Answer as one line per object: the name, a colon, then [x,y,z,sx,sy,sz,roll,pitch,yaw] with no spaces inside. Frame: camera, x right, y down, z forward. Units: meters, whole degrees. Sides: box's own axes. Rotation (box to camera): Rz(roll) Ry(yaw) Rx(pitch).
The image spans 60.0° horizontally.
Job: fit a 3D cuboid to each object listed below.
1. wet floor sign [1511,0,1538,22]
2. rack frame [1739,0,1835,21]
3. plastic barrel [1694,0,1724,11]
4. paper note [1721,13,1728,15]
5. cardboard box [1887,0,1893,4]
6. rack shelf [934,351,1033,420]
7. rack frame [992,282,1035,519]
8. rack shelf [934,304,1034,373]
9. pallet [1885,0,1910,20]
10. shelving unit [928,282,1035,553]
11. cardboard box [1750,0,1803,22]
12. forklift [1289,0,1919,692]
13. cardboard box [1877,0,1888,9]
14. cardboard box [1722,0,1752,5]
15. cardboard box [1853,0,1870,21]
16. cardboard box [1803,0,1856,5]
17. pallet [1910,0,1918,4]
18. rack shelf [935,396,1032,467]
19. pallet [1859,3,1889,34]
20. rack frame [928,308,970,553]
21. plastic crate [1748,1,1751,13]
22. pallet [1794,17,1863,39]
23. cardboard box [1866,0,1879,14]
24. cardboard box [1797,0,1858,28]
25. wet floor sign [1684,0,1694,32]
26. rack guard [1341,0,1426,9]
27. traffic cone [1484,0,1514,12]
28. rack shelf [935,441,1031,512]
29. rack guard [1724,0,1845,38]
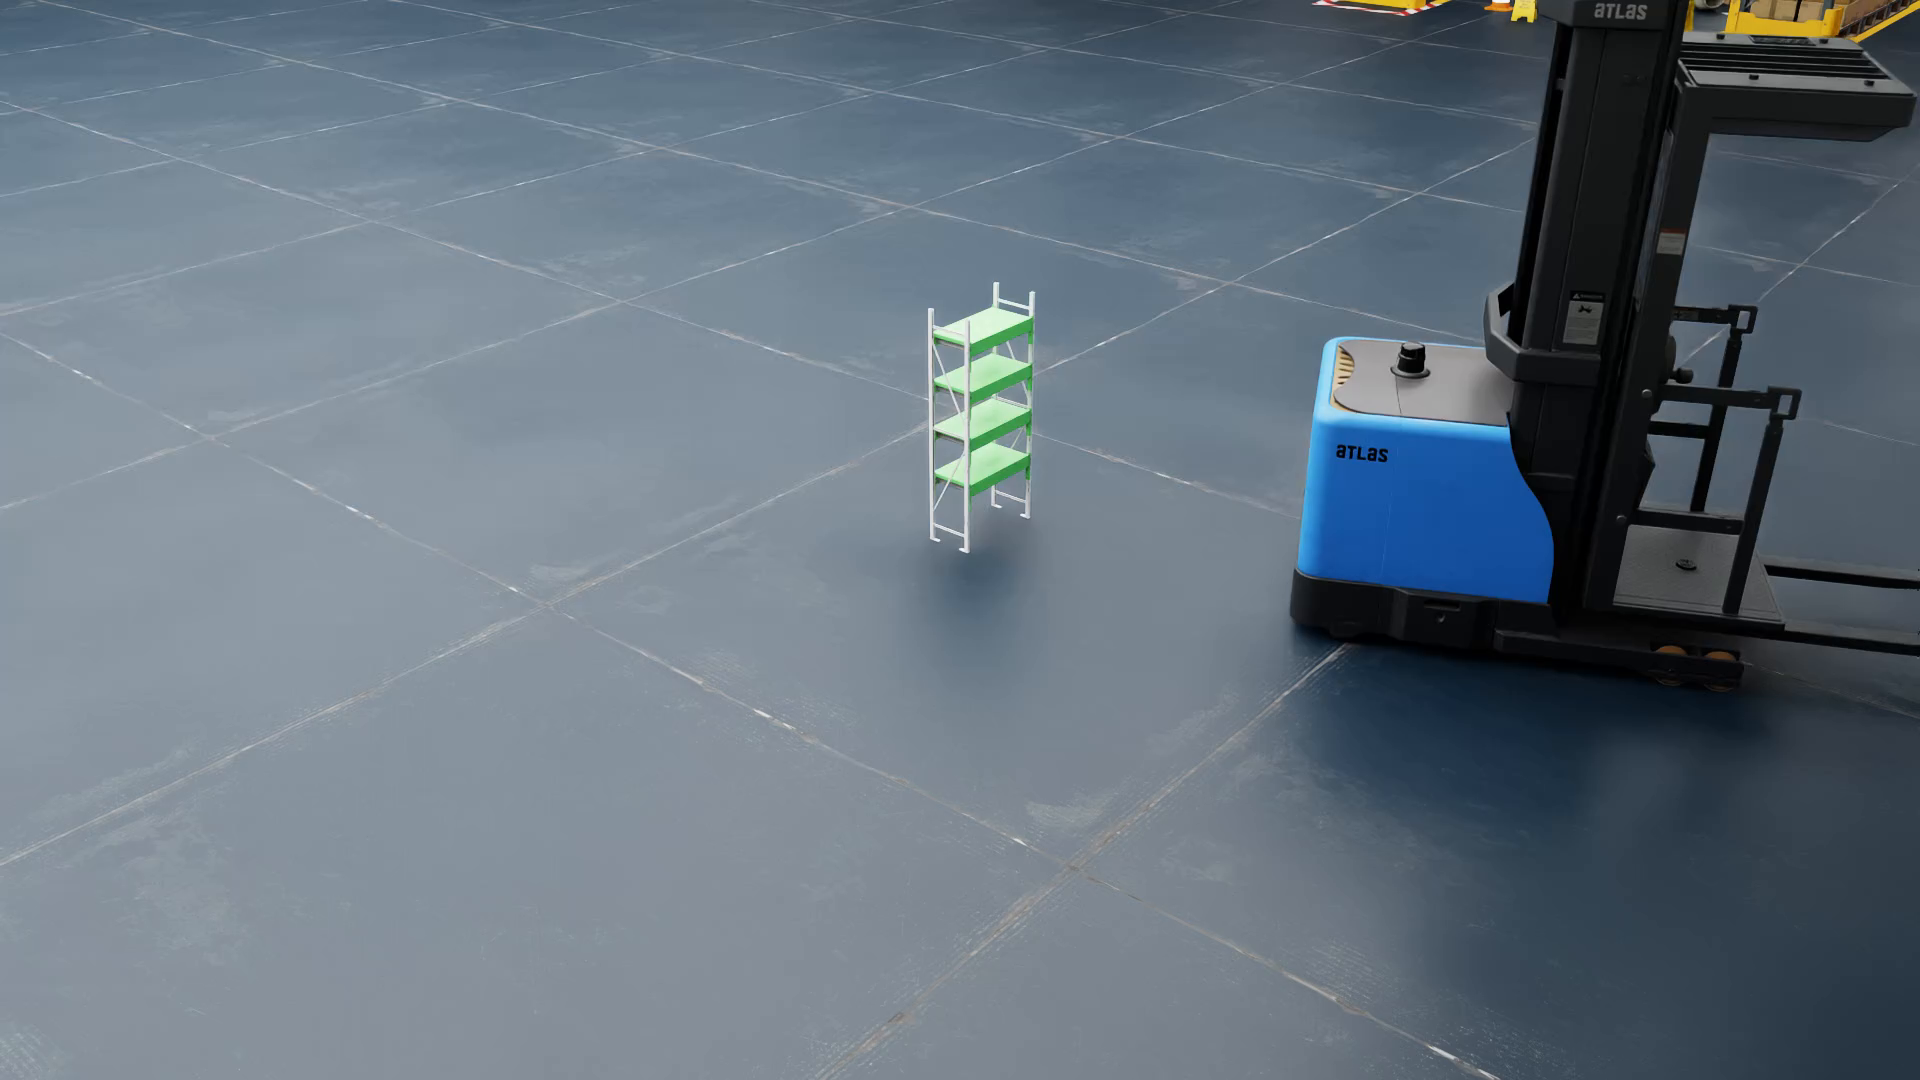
wet floor sign: [7.075,-6.807,20.705,0.267,0.644,0.232,15,31,26]
rack frame: [9.449,-7.030,18.576,1.000,3.000,0.127,21,34,34]
plastic barrel: [9.595,-7.061,21.438,0.421,0.421,0.512,-5,28,-9]
paper note: [9.789,-6.721,21.208,0.142,0.019,0.148,9,29,17]
cardboard box: [11.494,-6.934,20.925,0.500,0.250,0.500,20,33,33]
rack shelf: [0.105,-0.748,8.007,0.258,0.148,0.480,21,34,34]
rack frame: [0.261,-0.678,8.255,0.240,1.200,0.015,21,34,34]
rack shelf: [0.105,-0.961,7.897,0.258,0.148,0.480,21,34,34]
pallet: [11.593,-6.962,21.477,1.003,0.211,1.213,21,34,34]
shelving unit: [0.105,-0.592,8.088,0.258,1.200,0.503,21,34,34]
cardboard box: [9.771,-6.369,19.833,0.500,0.250,0.500,21,34,34]
forklift: [3.051,-0.933,6.863,3.031,2.935,1.130,7,28,12]
cardboard box: [11.167,-6.755,20.579,0.500,0.250,0.500,21,34,35]
cardboard box: [10.262,-7.357,21.925,0.500,0.500,0.500,-5,28,-9]
cardboard box: [10.506,-6.380,19.853,0.500,0.250,0.500,22,35,36]
cardboard box: [10.190,-6.543,19.352,0.500,0.500,0.500,19,33,33]
pallet: [12.487,-7.487,22.492,1.003,0.211,1.213,21,34,34]
rack shelf: [0.105,-0.535,8.117,0.258,0.148,0.480,21,34,34]
pallet: [10.818,-6.527,20.638,1.003,0.211,1.213,21,34,34]
rack frame: [-0.050,-0.505,7.921,0.240,1.200,0.015,21,34,34]
plastic crate: [10.362,-6.835,21.375,0.402,0.080,0.583,9,29,17]
pallet: [10.041,-6.097,19.805,1.003,0.211,1.213,21,34,34]
cardboard box: [10.843,-6.577,20.234,0.500,0.250,0.500,24,35,38]
cardboard box: [10.175,-6.201,19.508,0.500,0.250,0.500,20,34,34]
wet floor sign: [8.502,-6.230,19.591,0.232,0.644,0.267,-15,31,-27]
rack guard: [5.550,-7.323,21.861,1.175,0.500,0.348,21,34,34]
traffic cone: [6.999,-7.088,21.447,0.336,0.463,0.334,21,34,34]
rack shelf: [0.105,-0.322,8.227,0.258,0.148,0.480,21,34,34]
rack guard: [9.497,-5.947,19.202,1.175,0.500,0.348,21,34,34]
